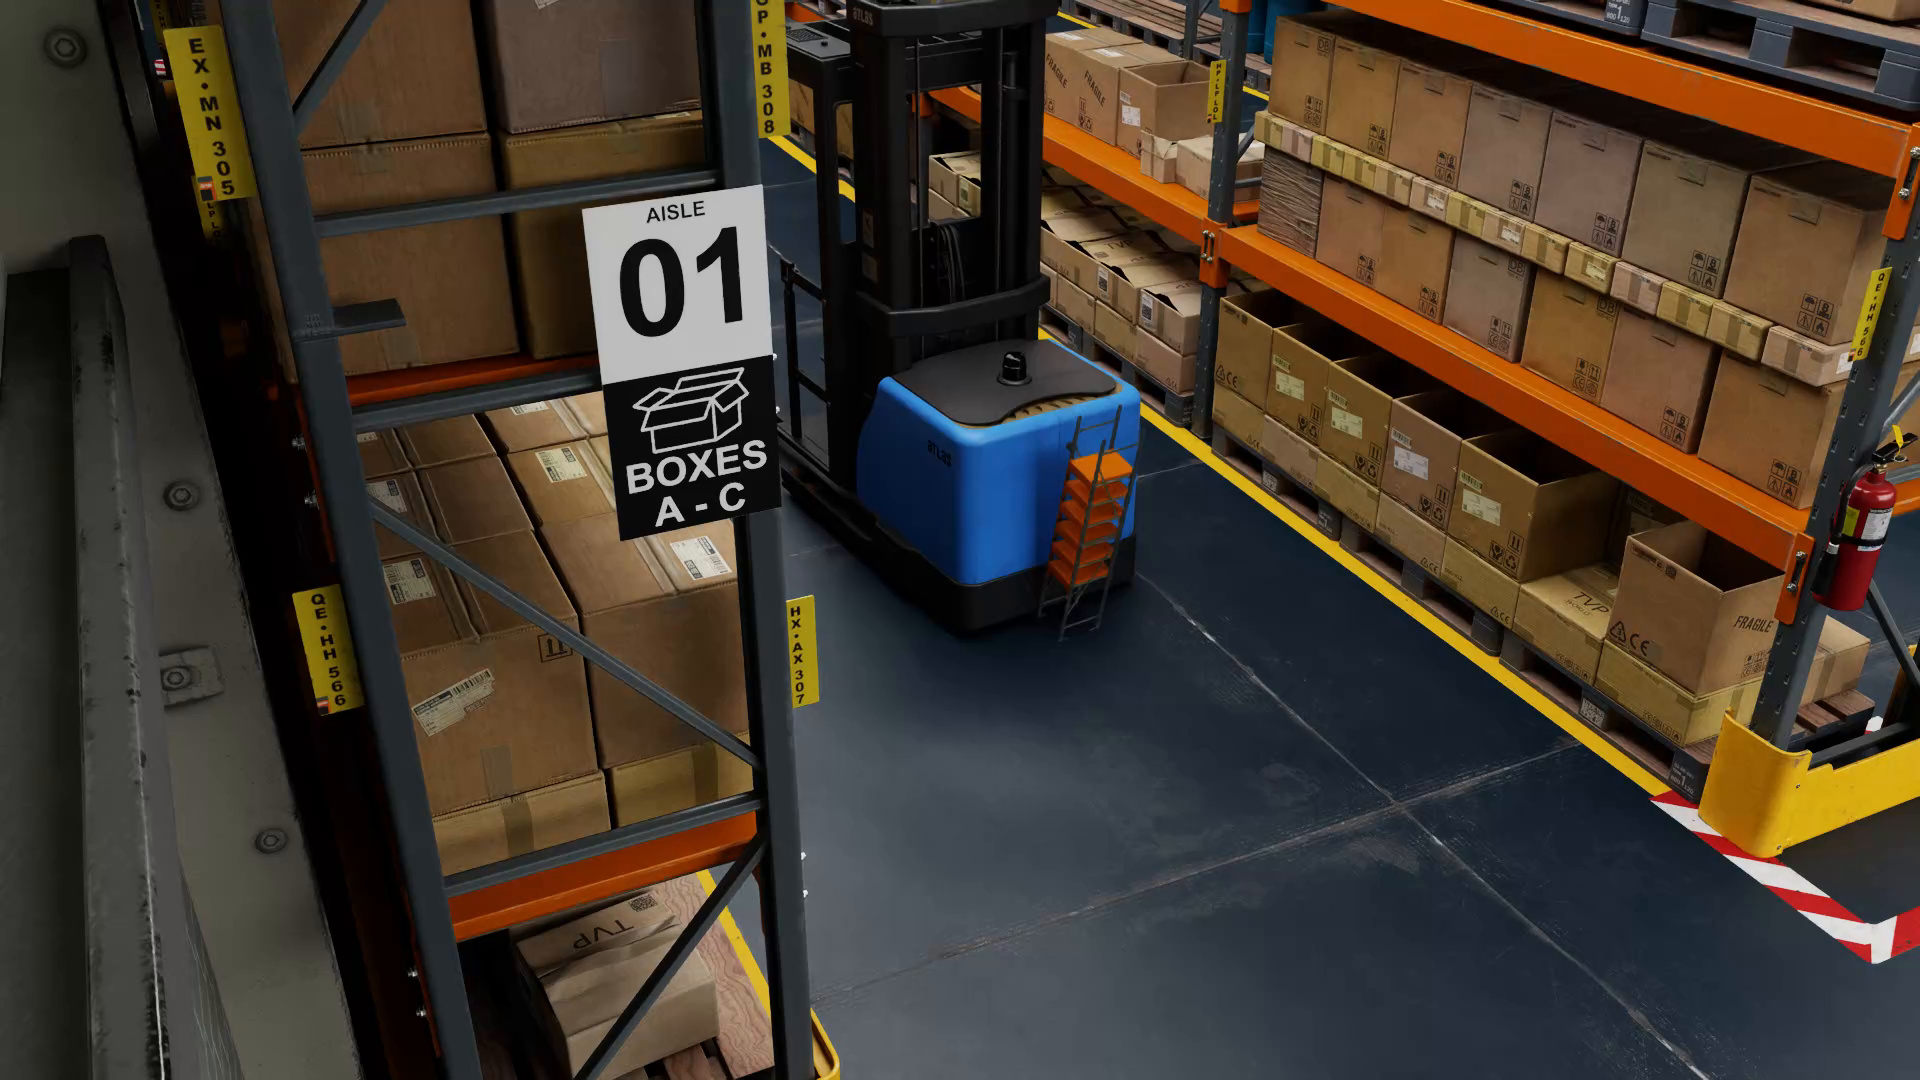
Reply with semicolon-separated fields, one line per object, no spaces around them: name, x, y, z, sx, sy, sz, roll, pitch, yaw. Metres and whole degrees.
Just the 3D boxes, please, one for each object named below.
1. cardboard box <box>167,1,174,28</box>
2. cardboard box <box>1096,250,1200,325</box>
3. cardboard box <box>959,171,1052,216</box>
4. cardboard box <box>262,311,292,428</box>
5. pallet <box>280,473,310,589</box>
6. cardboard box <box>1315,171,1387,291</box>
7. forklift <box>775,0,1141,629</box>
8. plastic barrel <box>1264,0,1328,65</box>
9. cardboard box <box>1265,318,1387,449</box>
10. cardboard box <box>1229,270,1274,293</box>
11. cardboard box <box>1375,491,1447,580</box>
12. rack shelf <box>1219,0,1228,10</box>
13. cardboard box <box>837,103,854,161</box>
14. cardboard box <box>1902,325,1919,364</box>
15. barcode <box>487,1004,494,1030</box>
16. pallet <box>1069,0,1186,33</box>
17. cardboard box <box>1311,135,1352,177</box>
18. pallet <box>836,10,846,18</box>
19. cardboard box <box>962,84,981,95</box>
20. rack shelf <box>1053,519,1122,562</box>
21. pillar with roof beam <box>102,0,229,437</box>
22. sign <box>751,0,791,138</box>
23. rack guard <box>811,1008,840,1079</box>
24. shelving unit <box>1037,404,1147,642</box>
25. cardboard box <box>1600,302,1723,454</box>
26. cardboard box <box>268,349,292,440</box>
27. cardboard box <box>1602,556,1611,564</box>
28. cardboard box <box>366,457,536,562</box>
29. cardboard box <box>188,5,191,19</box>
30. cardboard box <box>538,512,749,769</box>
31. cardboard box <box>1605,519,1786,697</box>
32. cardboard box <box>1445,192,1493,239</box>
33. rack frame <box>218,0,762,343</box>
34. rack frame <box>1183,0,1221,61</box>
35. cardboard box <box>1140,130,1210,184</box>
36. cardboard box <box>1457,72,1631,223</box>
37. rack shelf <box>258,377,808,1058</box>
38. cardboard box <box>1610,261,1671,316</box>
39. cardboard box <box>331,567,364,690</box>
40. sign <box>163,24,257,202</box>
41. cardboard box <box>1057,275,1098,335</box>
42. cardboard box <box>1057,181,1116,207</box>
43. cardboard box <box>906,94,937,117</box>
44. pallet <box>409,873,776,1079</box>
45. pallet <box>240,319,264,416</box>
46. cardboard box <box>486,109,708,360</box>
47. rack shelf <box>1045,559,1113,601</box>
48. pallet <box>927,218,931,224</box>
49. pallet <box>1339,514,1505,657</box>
cardboard box;-4.769;-3.405;10.563;0.500;0.250;0.500;-12;31;-21
cardboard box;1.187;-1.601;10.346;0.500;0.311;0.500;-12;32;-21
cardboard box;0.325;-2.497;11.945;0.500;0.311;0.500;-14;32;-23
cardboard box;-2.391;-0.773;6.428;0.500;0.500;0.500;-13;32;-22
pallet;-2.959;-0.111;8.732;1.003;0.211;1.213;-13;32;-22
cardboard box;2.278;-1.642;8.510;0.700;0.500;0.500;-13;32;-22
forklift;-0.324;-1.539;8.498;1.130;2.935;3.031;-17;33;-27
plastic barrel;3.412;-5.309;16.866;0.600;0.901;0.708;-13;32;-22
cardboard box;1.987;-0.846;8.808;0.500;0.500;0.500;-13;32;-22
cardboard box;1.897;-1.488;10.146;0.500;0.311;0.500;-13;32;-22
cardboard box;2.415;-0.077;8.202;0.500;0.250;0.500;-13;32;-22
rack shelf;0.991;-3.903;10.312;1.077;0.370;4.000;-13;32;-22
cardboard box;-0.703;-3.486;14.006;0.500;0.500;0.500;-14;32;-24
cardboard box;3.592;-0.803;6.350;0.380;0.149;0.250;-13;32;-22
barcode;-1.491;1.512;5.277;0.001;0.075;0.075;-13;32;-22
pallet;2.012;-6.238;19.658;1.003;0.211;1.213;-13;32;-22
cardboard box;2.010;-1.968;8.427;0.380;0.149;0.250;-14;32;-23
pallet;-0.222;-3.993;13.000;1.213;0.211;1.003;-13;32;-22
cardboard box;0.341;-3.317;11.690;0.500;0.311;0.500;-13;32;-23
rack shelf;0.585;-0.025;7.643;0.258;0.103;0.180;-17;47;-28
pillar with roof beam;-0.675;-5.515;9.385;9.100;9.000;0.400;-13;32;-22
sign;-0.416;-1.020;3.542;0.100;0.325;0.005;-13;32;-22
rack guard;-0.939;1.840;4.957;1.175;0.500;0.348;-13;32;-22
shelving unit;0.591;-0.058;7.614;0.258;1.200;0.189;-17;47;-28
cardboard box;3.148;-0.742;6.904;0.700;0.500;0.500;-12;32;-21
cardboard box;-2.615;-0.674;7.018;0.500;0.250;0.500;-13;32;-21
cardboard box;3.105;0.033;8.006;0.500;0.250;0.500;-13;32;-22
cardboard box;-1.507;0.125;4.826;0.500;0.500;0.500;-13;32;-21
cardboard box;-1.986;-1.395;4.982;0.500;0.500;0.500;-11;31;-19
cardboard box;-0.839;0.239;4.623;0.500;0.500;0.500;-13;32;-22
cardboard box;3.067;0.256;6.841;0.500;0.500;0.500;-13;32;-22
cardboard box;2.458;-1.509;7.608;0.380;0.149;0.250;-13;32;-22
rack frame;-0.906;-1.833;2.818;1.000;3.000;0.127;-13;32;-22
rack frame;2.890;-6.597;17.449;1.000;3.000;0.127;-13;32;-22
cardboard box;1.306;-2.316;9.951;0.396;0.266;0.258;-14;32;-23
cardboard box;2.692;-1.775;7.420;0.700;0.500;0.500;-13;32;-22
rack shelf;-1.765;0.214;6.037;1.077;0.370;4.000;-13;32;-22
cardboard box;2.901;-1.053;6.796;0.380;0.149;0.250;-13;32;-21
cardboard box;-1.734;0.226;5.413;0.500;0.250;0.500;-13;32;-22
sign;-1.416;-0.803;3.144;0.100;0.325;0.005;-13;32;-22
cardboard box;0.974;-1.581;10.885;0.500;0.250;0.500;-12;32;-21
cardboard box;1.022;-2.389;11.752;0.500;0.311;0.500;-13;32;-22
cardboard box;-0.509;-3.609;13.458;0.500;0.250;0.500;-12;31;-20
pallet;-1.255;1.600;5.681;1.003;0.211;1.213;-13;32;-22
pallet;-4.006;-1.189;10.654;1.003;0.211;1.213;-13;32;-22
cardboard box;-0.824;-0.777;3.880;0.500;0.500;0.500;-12;32;-21
rack shelf;0.557;0.157;7.797;0.258;0.103;0.180;-17;47;-28
pallet;0.450;-2.204;12.465;1.003;0.211;1.213;-13;32;-22
pallet;2.681;0.091;8.372;1.003;0.211;1.213;-13;32;-22
